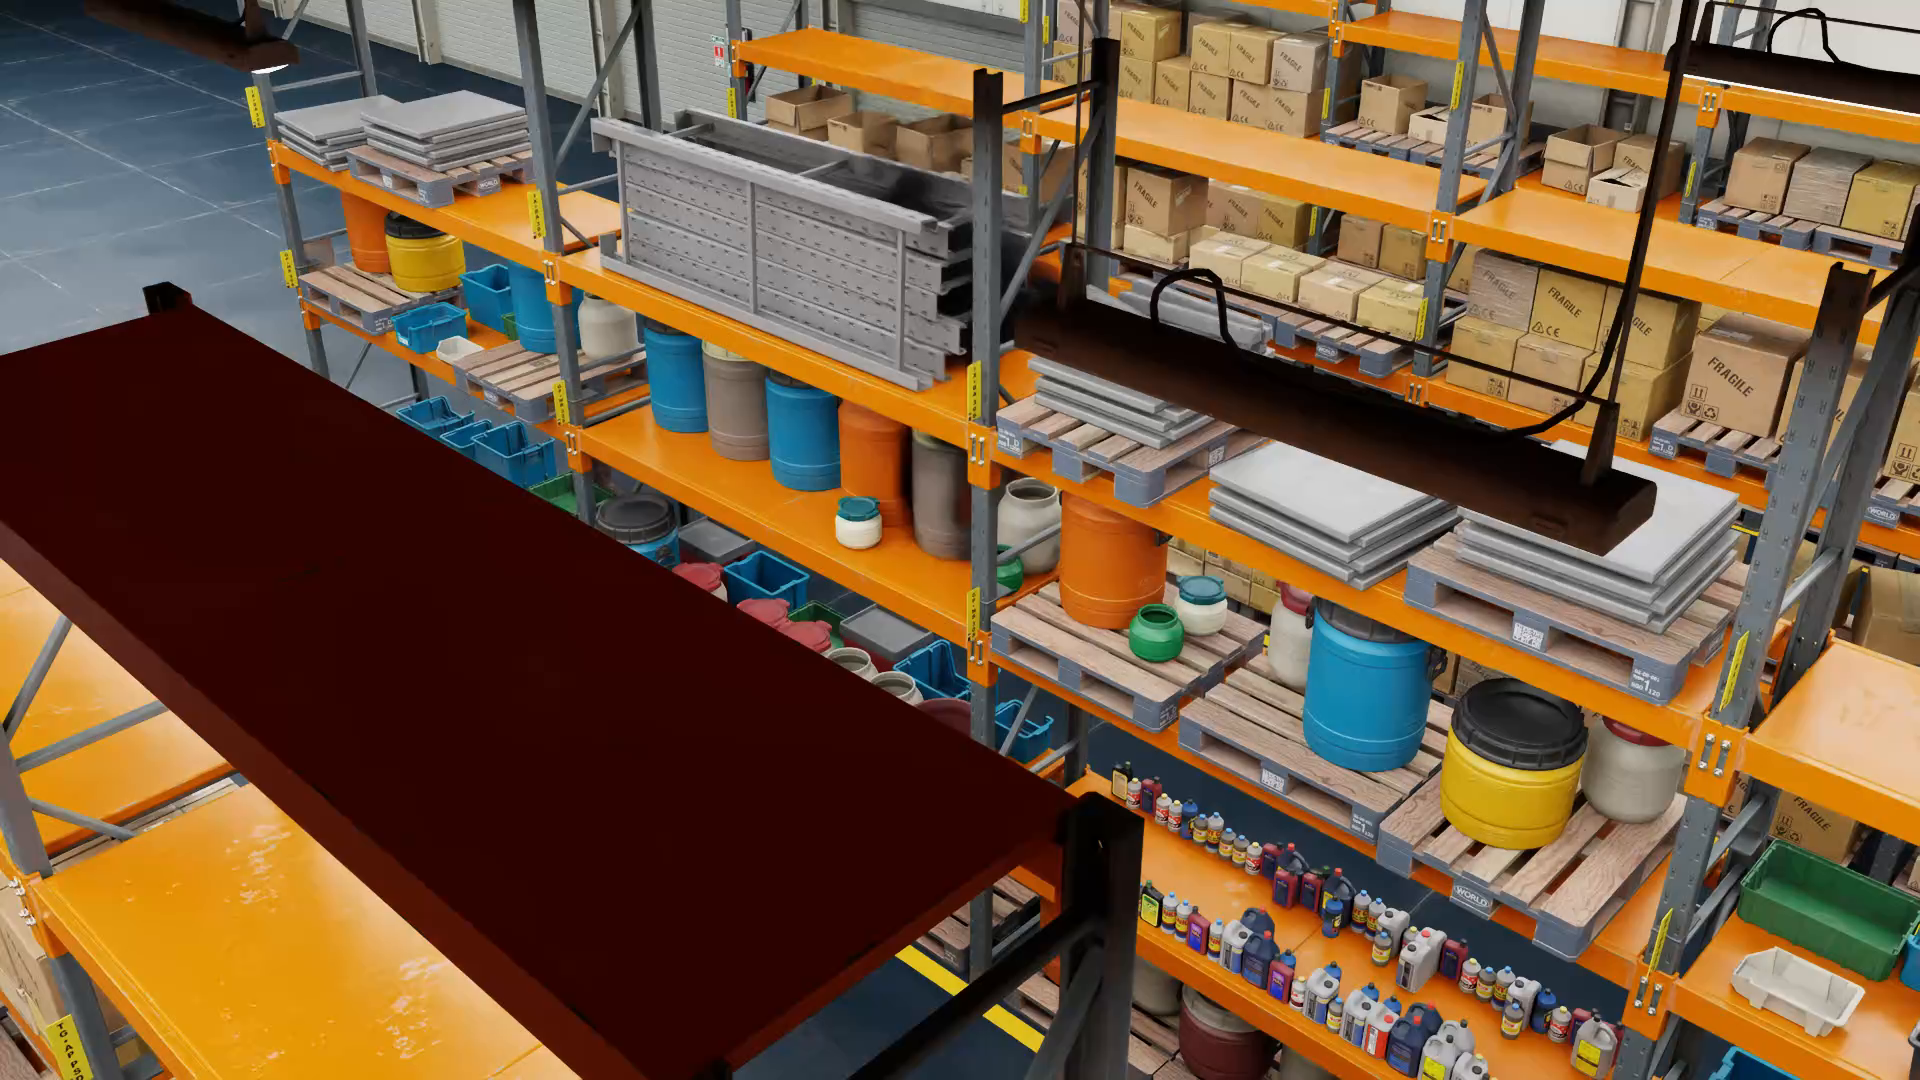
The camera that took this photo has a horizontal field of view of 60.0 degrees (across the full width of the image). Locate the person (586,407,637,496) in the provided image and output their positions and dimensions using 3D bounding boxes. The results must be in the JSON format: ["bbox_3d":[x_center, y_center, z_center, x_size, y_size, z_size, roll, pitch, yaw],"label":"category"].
[{"bbox_3d":[-3.472,-0.828,16.121,0.916,1.538,0.645,15,33,24],"label":"person"}]
